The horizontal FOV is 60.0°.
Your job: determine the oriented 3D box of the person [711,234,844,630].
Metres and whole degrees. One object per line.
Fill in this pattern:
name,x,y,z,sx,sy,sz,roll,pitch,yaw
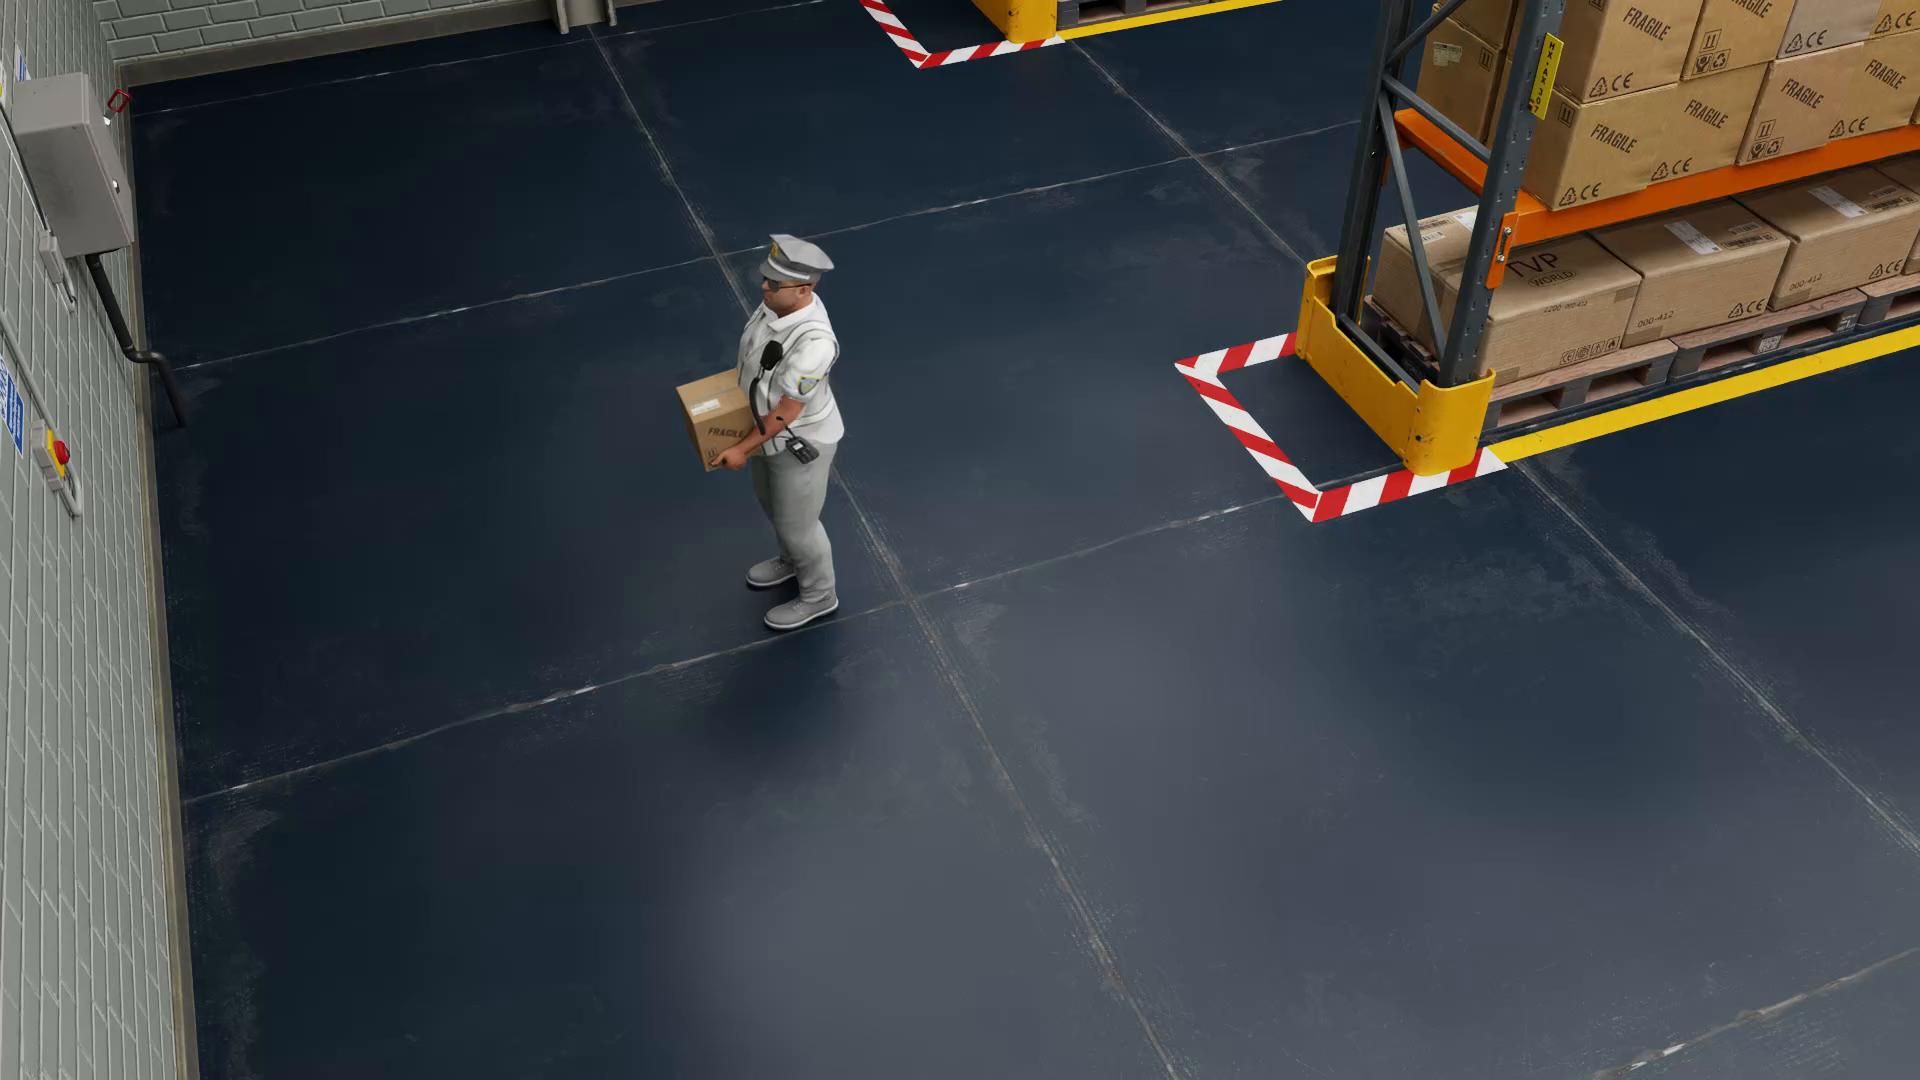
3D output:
person,-0.746,-0.410,6.600,0.562,1.770,0.495,-15,44,-17
